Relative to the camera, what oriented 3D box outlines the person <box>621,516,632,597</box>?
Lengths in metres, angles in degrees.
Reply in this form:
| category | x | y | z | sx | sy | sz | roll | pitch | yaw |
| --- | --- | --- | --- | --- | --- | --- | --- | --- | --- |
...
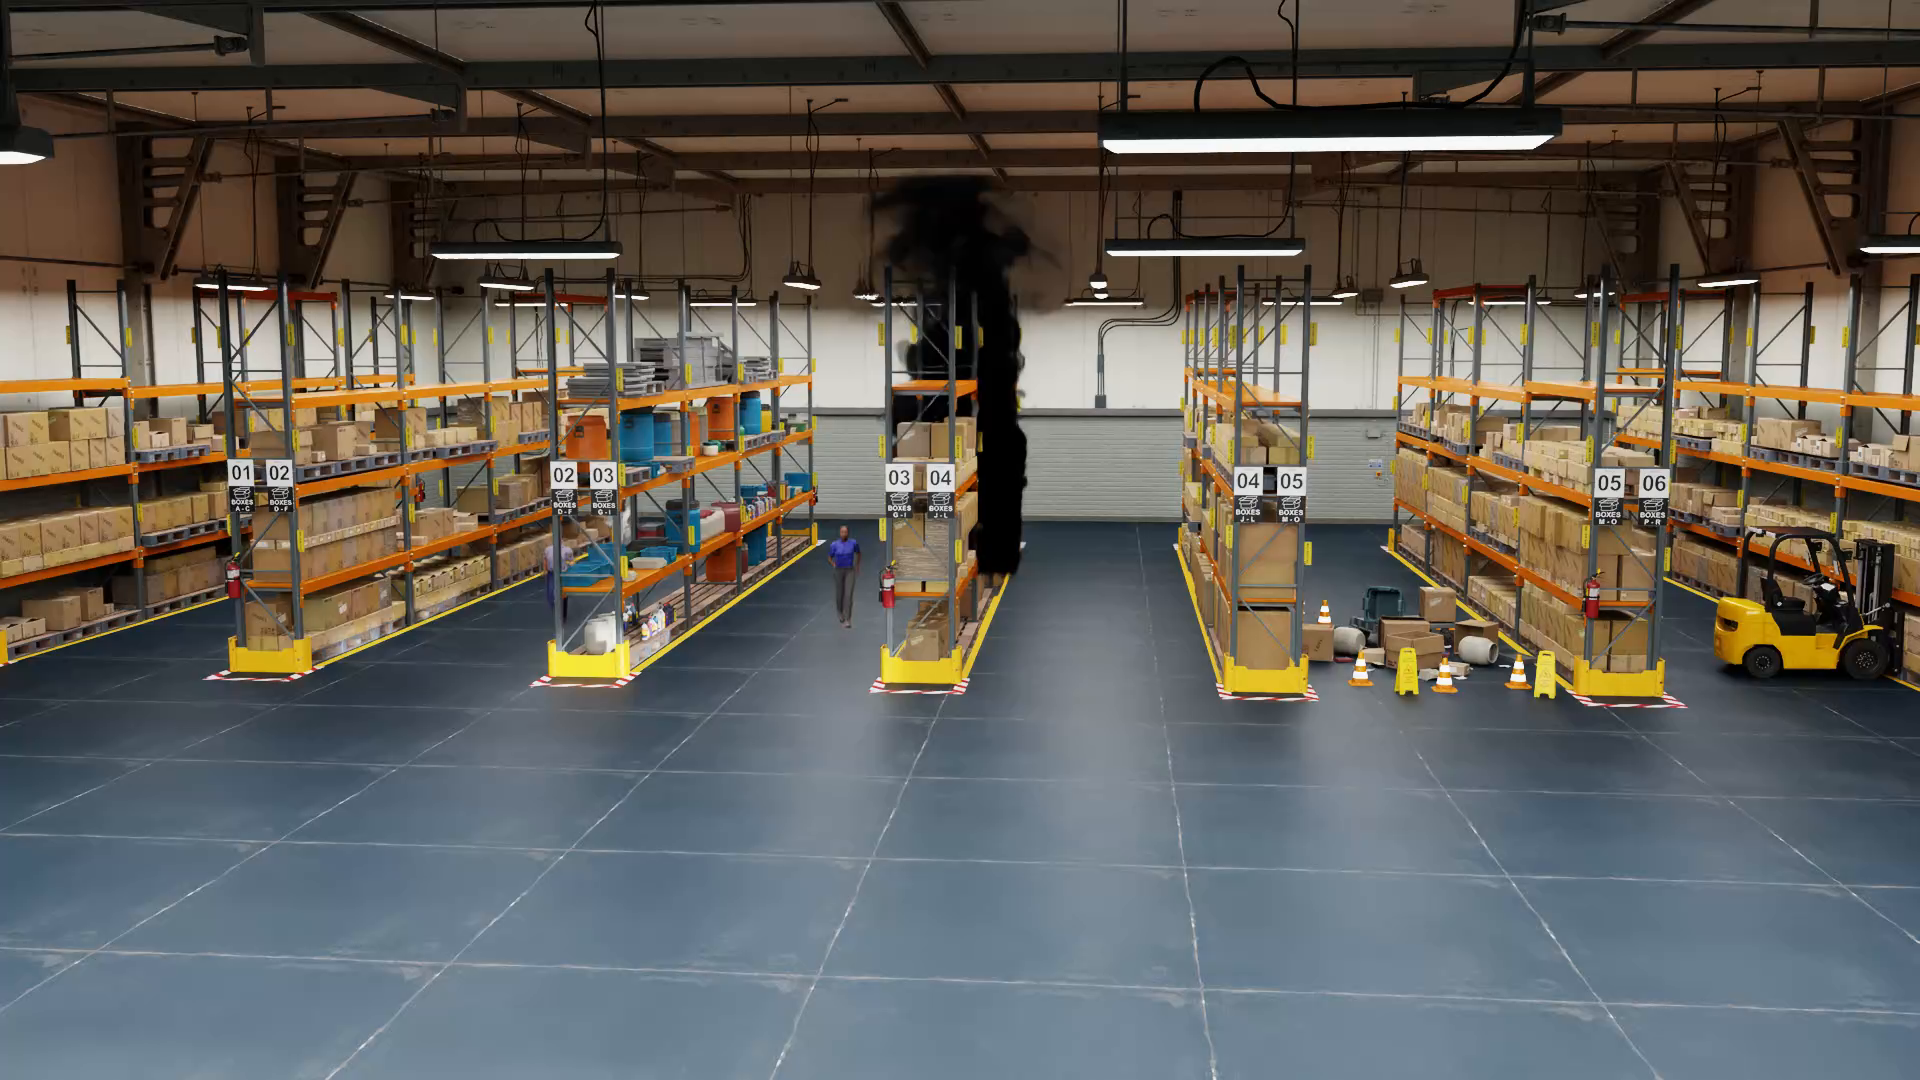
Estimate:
| category | x | y | z | sx | sy | sz | roll | pitch | yaw |
| --- | --- | --- | --- | --- | --- | --- | --- | --- | --- |
| person | -6.392 | 0.295 | 32.464 | 0.546 | 1.583 | 0.718 | 0 | 7 | -1 |

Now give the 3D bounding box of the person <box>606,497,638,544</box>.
| category | x | y | z | sx | sy | sz | roll | pitch | yaw |
| --- | --- | --- | --- | --- | --- | --- | --- | --- | --- |
| person | -7.094 | -0.098 | 34.913 | 0.660 | 1.738 | 0.727 | -1 | 7 | -8 |

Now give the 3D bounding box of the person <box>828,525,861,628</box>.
| category | x | y | z | sx | sy | sz | roll | pitch | yaw |
| --- | --- | --- | --- | --- | --- | --- | --- | --- | --- |
| person | -1.899 | 0.576 | 27.405 | 0.561 | 1.668 | 0.820 | -1 | 7 | -6 |

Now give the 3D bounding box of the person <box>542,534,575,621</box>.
| category | x | y | z | sx | sy | sz | roll | pitch | yaw |
| --- | --- | --- | --- | --- | --- | --- | --- | --- | --- |
| person | -7.090 | 0.657 | 29.307 | 0.592 | 1.598 | 0.588 | 0 | 7 | -2 |
